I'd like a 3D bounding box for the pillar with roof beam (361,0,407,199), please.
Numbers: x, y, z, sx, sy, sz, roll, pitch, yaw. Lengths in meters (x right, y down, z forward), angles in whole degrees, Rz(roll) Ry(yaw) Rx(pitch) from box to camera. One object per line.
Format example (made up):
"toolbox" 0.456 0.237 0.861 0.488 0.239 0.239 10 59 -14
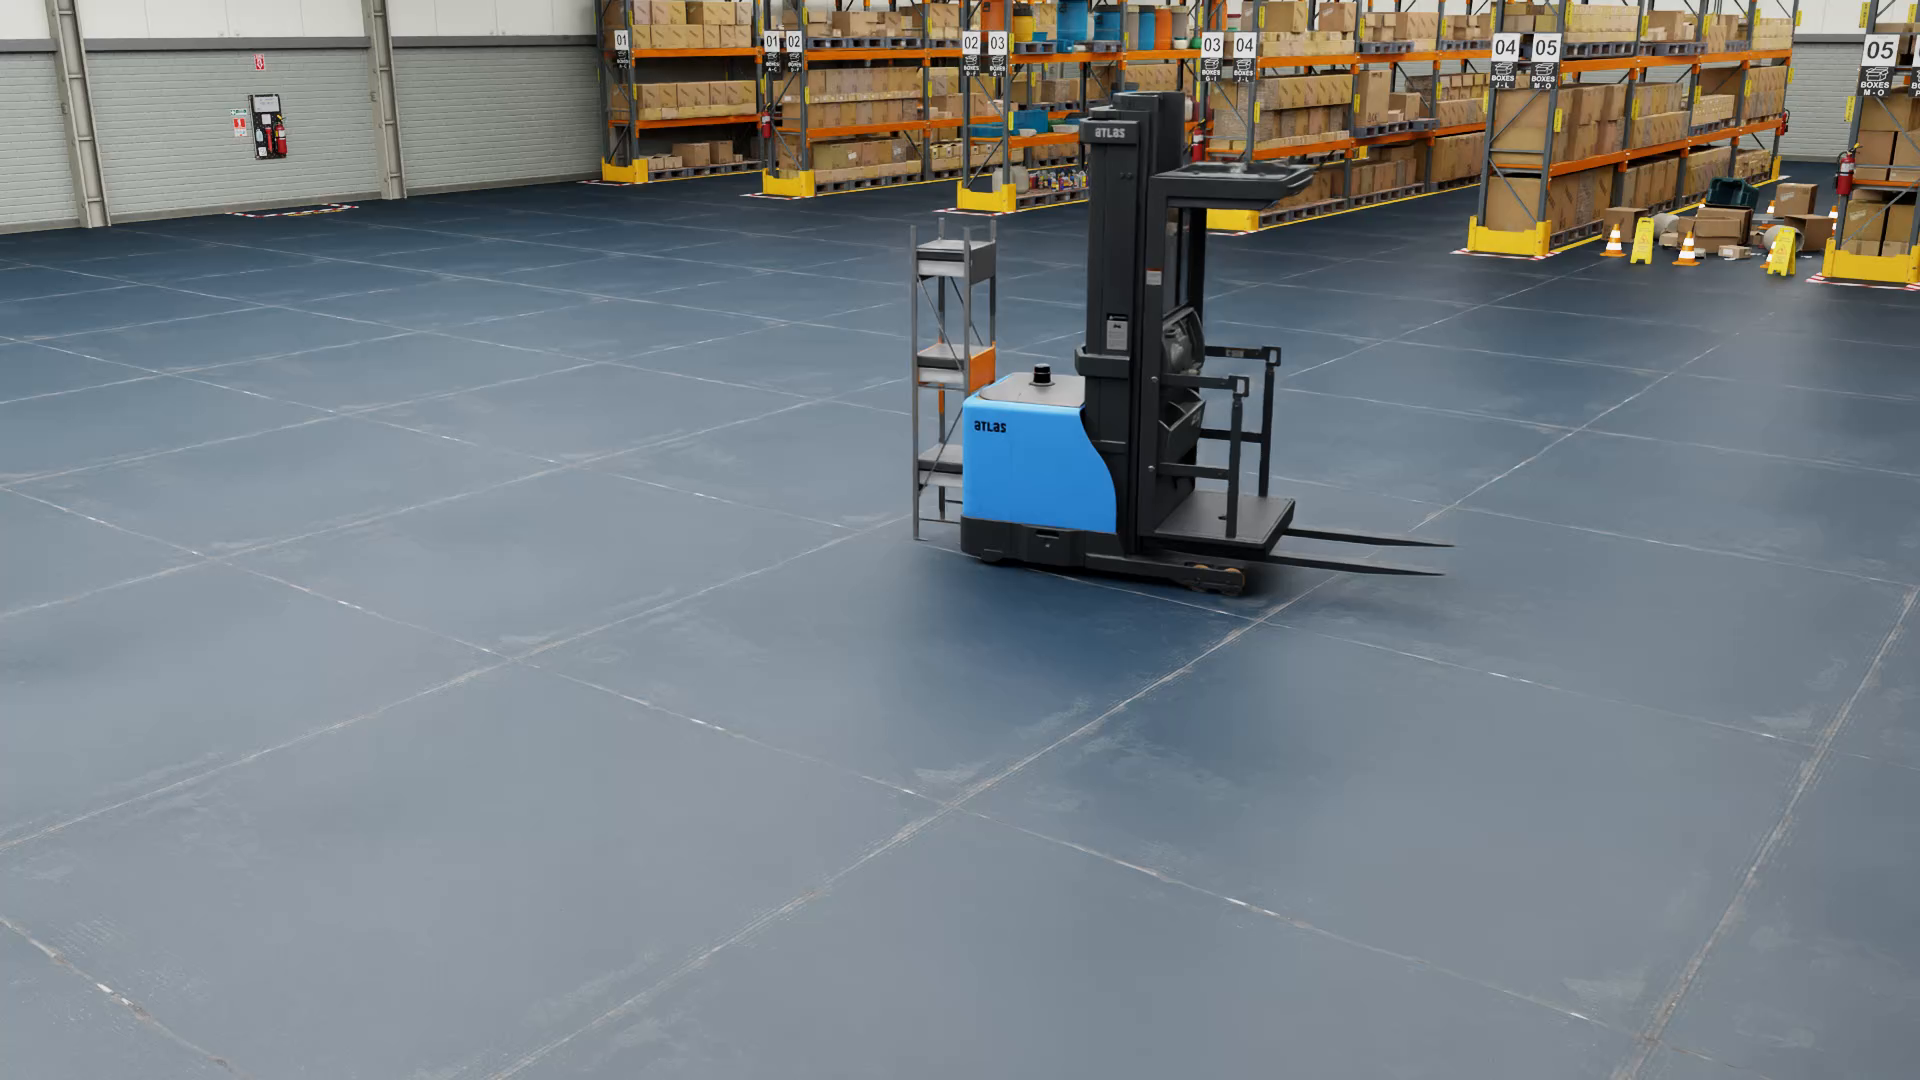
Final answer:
"pillar with roof beam" -7.862 -10.372 29.469 9.100 9.000 0.400 12 21 35

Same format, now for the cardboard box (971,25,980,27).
"cardboard box" 0.306 -13.962 45.465 0.500 0.250 0.500 12 21 35

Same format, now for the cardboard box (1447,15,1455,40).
"cardboard box" 9.983 -10.716 34.760 0.500 0.500 0.500 14 22 38

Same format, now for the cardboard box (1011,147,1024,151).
"cardboard box" 1.166 -9.395 39.421 0.500 0.311 0.500 13 22 36

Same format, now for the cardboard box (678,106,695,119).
"cardboard box" -6.315 -9.621 37.387 0.500 0.250 0.500 12 21 34

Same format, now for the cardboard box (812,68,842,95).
"cardboard box" -2.858 -9.417 34.156 0.700 0.500 0.500 12 21 33

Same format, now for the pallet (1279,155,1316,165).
"pallet" 8.046 -9.335 40.947 1.003 0.211 1.213 12 21 35

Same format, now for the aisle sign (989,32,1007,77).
"aisle sign" 0.682 -8.799 30.136 0.394 0.787 0.004 12 21 35

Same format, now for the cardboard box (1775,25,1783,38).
"cardboard box" 17.242 -10.863 35.518 0.500 0.250 0.500 13 21 35

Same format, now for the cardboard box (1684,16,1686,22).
"cardboard box" 13.483 -9.869 31.448 0.396 0.266 0.258 12 21 35

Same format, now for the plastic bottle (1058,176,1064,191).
"plastic bottle" 1.969 -6.966 32.458 0.061 0.283 0.133 13 21 36

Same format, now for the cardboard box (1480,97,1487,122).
"cardboard box" 11.257 -9.381 36.224 0.500 0.500 0.500 13 22 36

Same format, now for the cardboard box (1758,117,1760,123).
"cardboard box" 16.973 -9.056 35.773 0.380 0.149 0.250 13 21 36

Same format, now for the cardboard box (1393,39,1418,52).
"cardboard box" 8.561 -9.621 32.362 0.500 0.250 0.500 13 22 36

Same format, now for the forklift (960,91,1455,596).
"forklift" 1.572 -1.238 10.288 3.031 2.935 1.130 7 18 20

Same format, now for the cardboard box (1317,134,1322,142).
"cardboard box" 6.290 -7.258 29.982 0.380 0.149 0.250 12 21 35

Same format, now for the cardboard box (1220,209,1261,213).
"cardboard box" 4.853 -5.903 28.703 0.500 0.500 0.500 -15 23 -40

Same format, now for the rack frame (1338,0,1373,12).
"rack frame" 10.023 -14.302 42.125 1.000 3.000 0.127 12 21 35

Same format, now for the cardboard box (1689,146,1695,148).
"cardboard box" 14.572 -7.817 33.600 0.500 0.250 0.500 13 22 36

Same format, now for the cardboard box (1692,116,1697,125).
"cardboard box" 13.746 -7.971 31.570 0.380 0.149 0.250 14 22 37

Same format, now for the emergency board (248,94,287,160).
"emergency board" -12.823 -7.685 30.934 0.194 1.169 0.643 12 21 35

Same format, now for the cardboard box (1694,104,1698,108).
"cardboard box" 13.746 -8.261 31.500 0.380 0.149 0.250 12 21 33

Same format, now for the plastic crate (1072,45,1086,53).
"plastic crate" 2.241 -9.432 31.945 0.243 0.136 0.396 12 21 35

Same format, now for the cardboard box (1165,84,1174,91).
"cardboard box" 5.391 -11.964 44.544 0.500 0.500 0.500 13 21 35

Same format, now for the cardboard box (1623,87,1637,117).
"cardboard box" 11.065 -7.448 28.314 0.700 0.500 0.500 12 21 34

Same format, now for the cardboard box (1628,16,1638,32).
"cardboard box" 10.686 -8.392 27.026 0.500 0.250 0.500 12 21 34

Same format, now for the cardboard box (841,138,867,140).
"cardboard box" -2.227 -8.407 35.923 0.500 0.500 0.500 12 21 35

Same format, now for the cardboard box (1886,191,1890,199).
"cardboard box" 13.011 -4.951 23.698 0.380 0.149 0.250 13 21 36

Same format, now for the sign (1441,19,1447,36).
"sign" 9.668 -10.239 33.229 0.100 0.325 0.005 12 21 35

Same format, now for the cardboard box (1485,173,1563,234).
"cardboard box" 8.741 -5.209 25.836 0.875 0.875 0.875 13 21 35

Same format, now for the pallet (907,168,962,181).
"pallet" -0.696 -8.306 37.634 1.003 0.211 1.213 12 21 35

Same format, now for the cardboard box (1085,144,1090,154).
"cardboard box" 2.999 -9.973 41.774 0.500 0.500 0.500 13 21 35

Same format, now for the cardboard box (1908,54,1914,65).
"cardboard box" 12.926 -6.618 22.862 0.380 0.149 0.250 13 21 35

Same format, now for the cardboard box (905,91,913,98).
"cardboard box" -1.242 -9.651 36.003 0.380 0.149 0.250 12 21 34

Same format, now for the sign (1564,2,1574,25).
"sign" 8.832 -7.639 24.119 0.100 0.325 0.005 12 21 35

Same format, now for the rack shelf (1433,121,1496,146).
"rack shelf" 10.425 -8.789 35.702 1.077 0.370 4.000 12 21 35

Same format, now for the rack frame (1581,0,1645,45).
"rack frame" 10.774 -9.668 27.203 1.000 3.000 0.127 12 21 35

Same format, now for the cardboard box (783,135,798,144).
"cardboard box" -4.391 -9.656 40.753 0.700 0.500 0.500 12 21 34

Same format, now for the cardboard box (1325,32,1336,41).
"cardboard box" 6.432 -8.934 29.477 0.380 0.149 0.250 12 21 33

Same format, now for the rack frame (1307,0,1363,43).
"rack frame" 6.850 -10.569 30.103 1.000 3.000 0.127 12 21 35

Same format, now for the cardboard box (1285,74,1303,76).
"cardboard box" 6.081 -8.189 30.201 0.500 0.500 0.500 12 21 35

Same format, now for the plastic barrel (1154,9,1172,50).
"plastic barrel" 4.203 -10.856 35.363 0.600 0.830 0.708 12 21 35

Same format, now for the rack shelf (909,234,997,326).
"rack shelf" -0.039 -1.708 10.890 0.431 0.518 0.480 7 18 20

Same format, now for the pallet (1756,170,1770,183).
"pallet" 17.366 -8.124 37.049 1.003 0.211 1.213 12 21 35

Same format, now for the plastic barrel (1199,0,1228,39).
"plastic barrel" 5.597 -11.504 36.742 0.600 0.830 0.708 12 21 35

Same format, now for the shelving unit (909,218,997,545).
"shelving unit" -0.039 -1.053 11.094 0.431 2.100 0.503 7 18 20

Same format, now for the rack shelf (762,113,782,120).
"rack shelf" -3.892 -10.462 41.089 1.077 0.370 4.000 12 21 35

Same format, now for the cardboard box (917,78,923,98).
"cardboard box" -1.285 -11.919 43.862 0.500 0.500 0.500 13 22 36

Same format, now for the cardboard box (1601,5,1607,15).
"cardboard box" 9.755 -8.179 25.668 0.380 0.149 0.250 13 21 35

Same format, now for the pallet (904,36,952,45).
"pallet" -0.824 -13.349 44.437 0.805 0.209 1.217 11 21 33

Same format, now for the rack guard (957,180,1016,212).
"rack guard" 0.497 -6.459 31.199 1.175 0.500 0.348 12 21 35

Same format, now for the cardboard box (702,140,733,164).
"cardboard box" -5.670 -9.092 38.935 0.500 0.500 0.500 11 20 31
